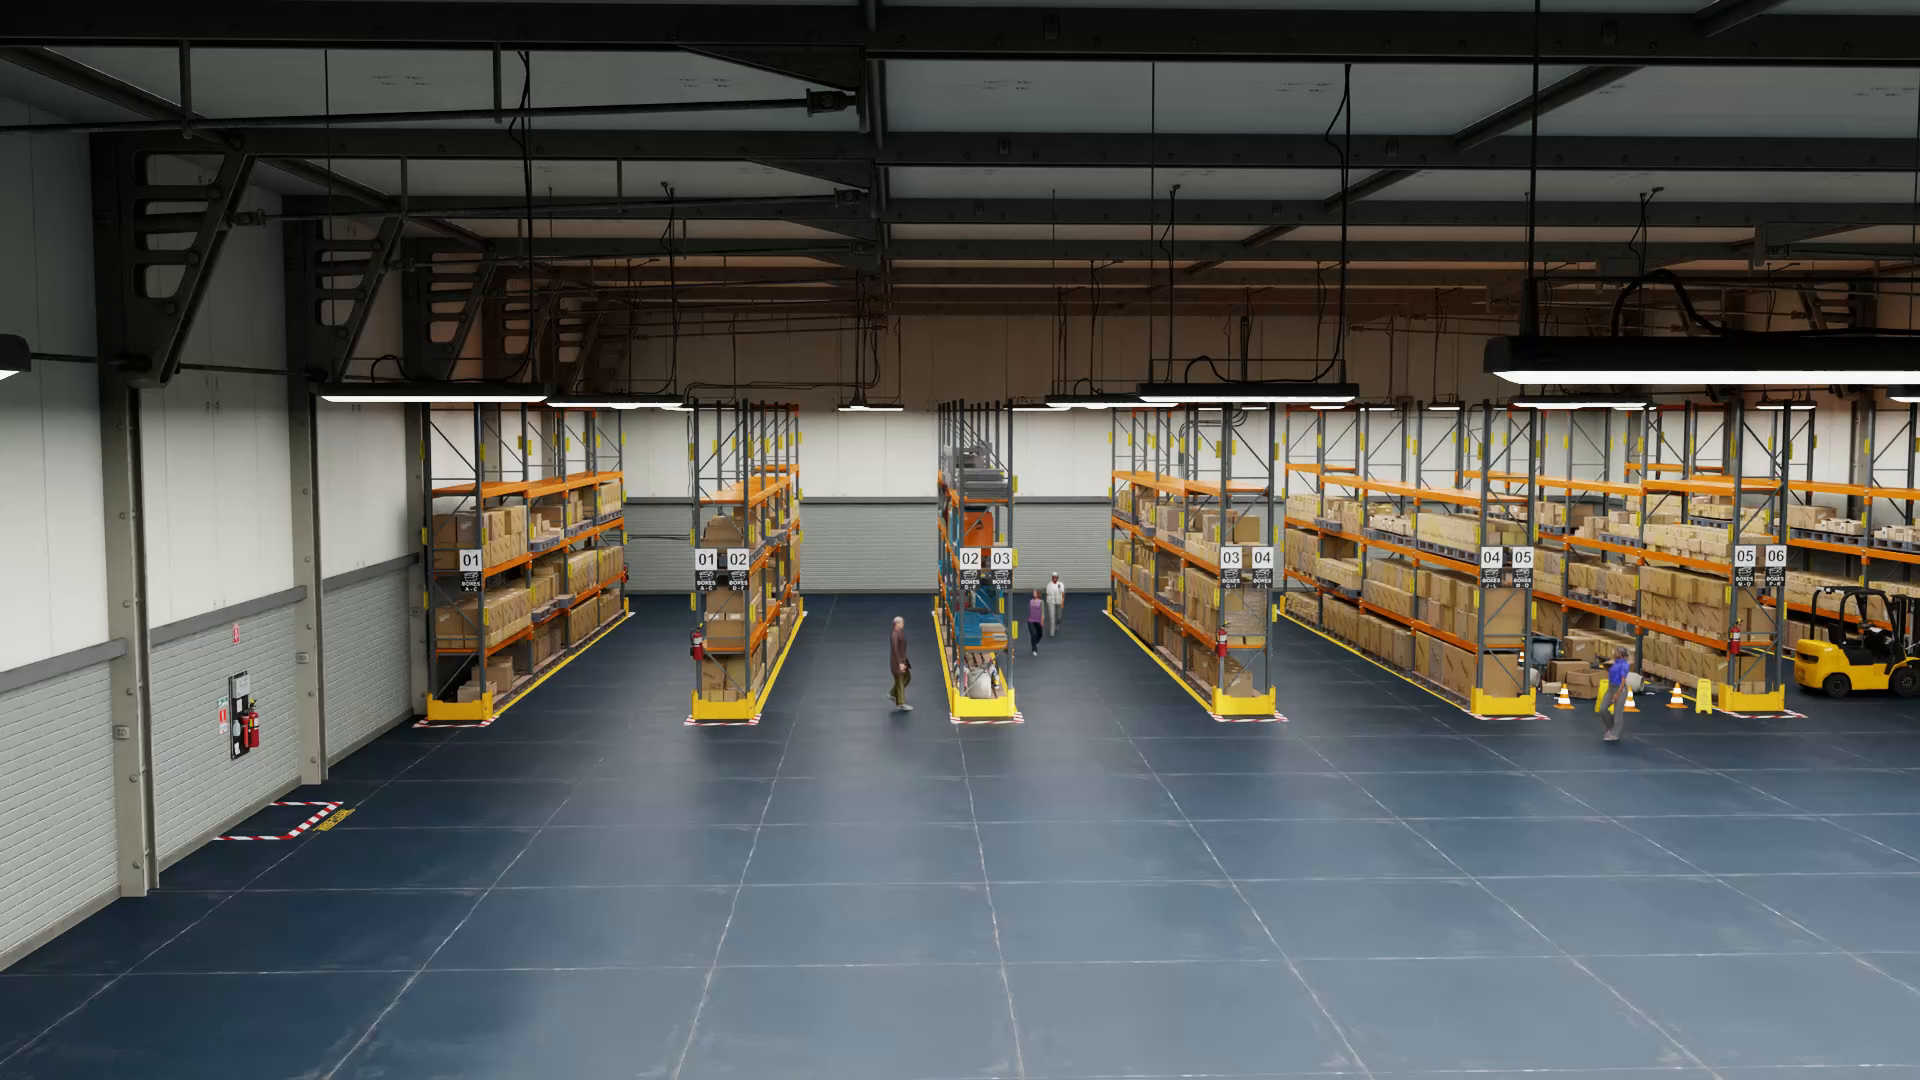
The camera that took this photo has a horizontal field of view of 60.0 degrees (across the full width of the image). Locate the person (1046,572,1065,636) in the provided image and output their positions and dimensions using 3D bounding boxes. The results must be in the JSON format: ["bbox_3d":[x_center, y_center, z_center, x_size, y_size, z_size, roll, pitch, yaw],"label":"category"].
[{"bbox_3d":[2.469,1.643,43.070,0.473,1.611,0.932,-1,4,-7],"label":"person"}]

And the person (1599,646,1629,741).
[{"bbox_3d":[11.491,2.696,29.199,0.456,1.681,0.481,-2,5,-26],"label":"person"}]

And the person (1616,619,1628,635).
[{"bbox_3d":[16.652,1.710,41.938,0.417,1.675,0.475,2,5,24],"label":"person"}]

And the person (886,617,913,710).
[{"bbox_3d":[-1.156,2.381,32.292,0.606,1.787,0.726,1,4,11],"label":"person"}]

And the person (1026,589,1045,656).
[{"bbox_3d":[1.768,1.935,39.379,0.429,1.541,0.699,-1,4,-11],"label":"person"}]
